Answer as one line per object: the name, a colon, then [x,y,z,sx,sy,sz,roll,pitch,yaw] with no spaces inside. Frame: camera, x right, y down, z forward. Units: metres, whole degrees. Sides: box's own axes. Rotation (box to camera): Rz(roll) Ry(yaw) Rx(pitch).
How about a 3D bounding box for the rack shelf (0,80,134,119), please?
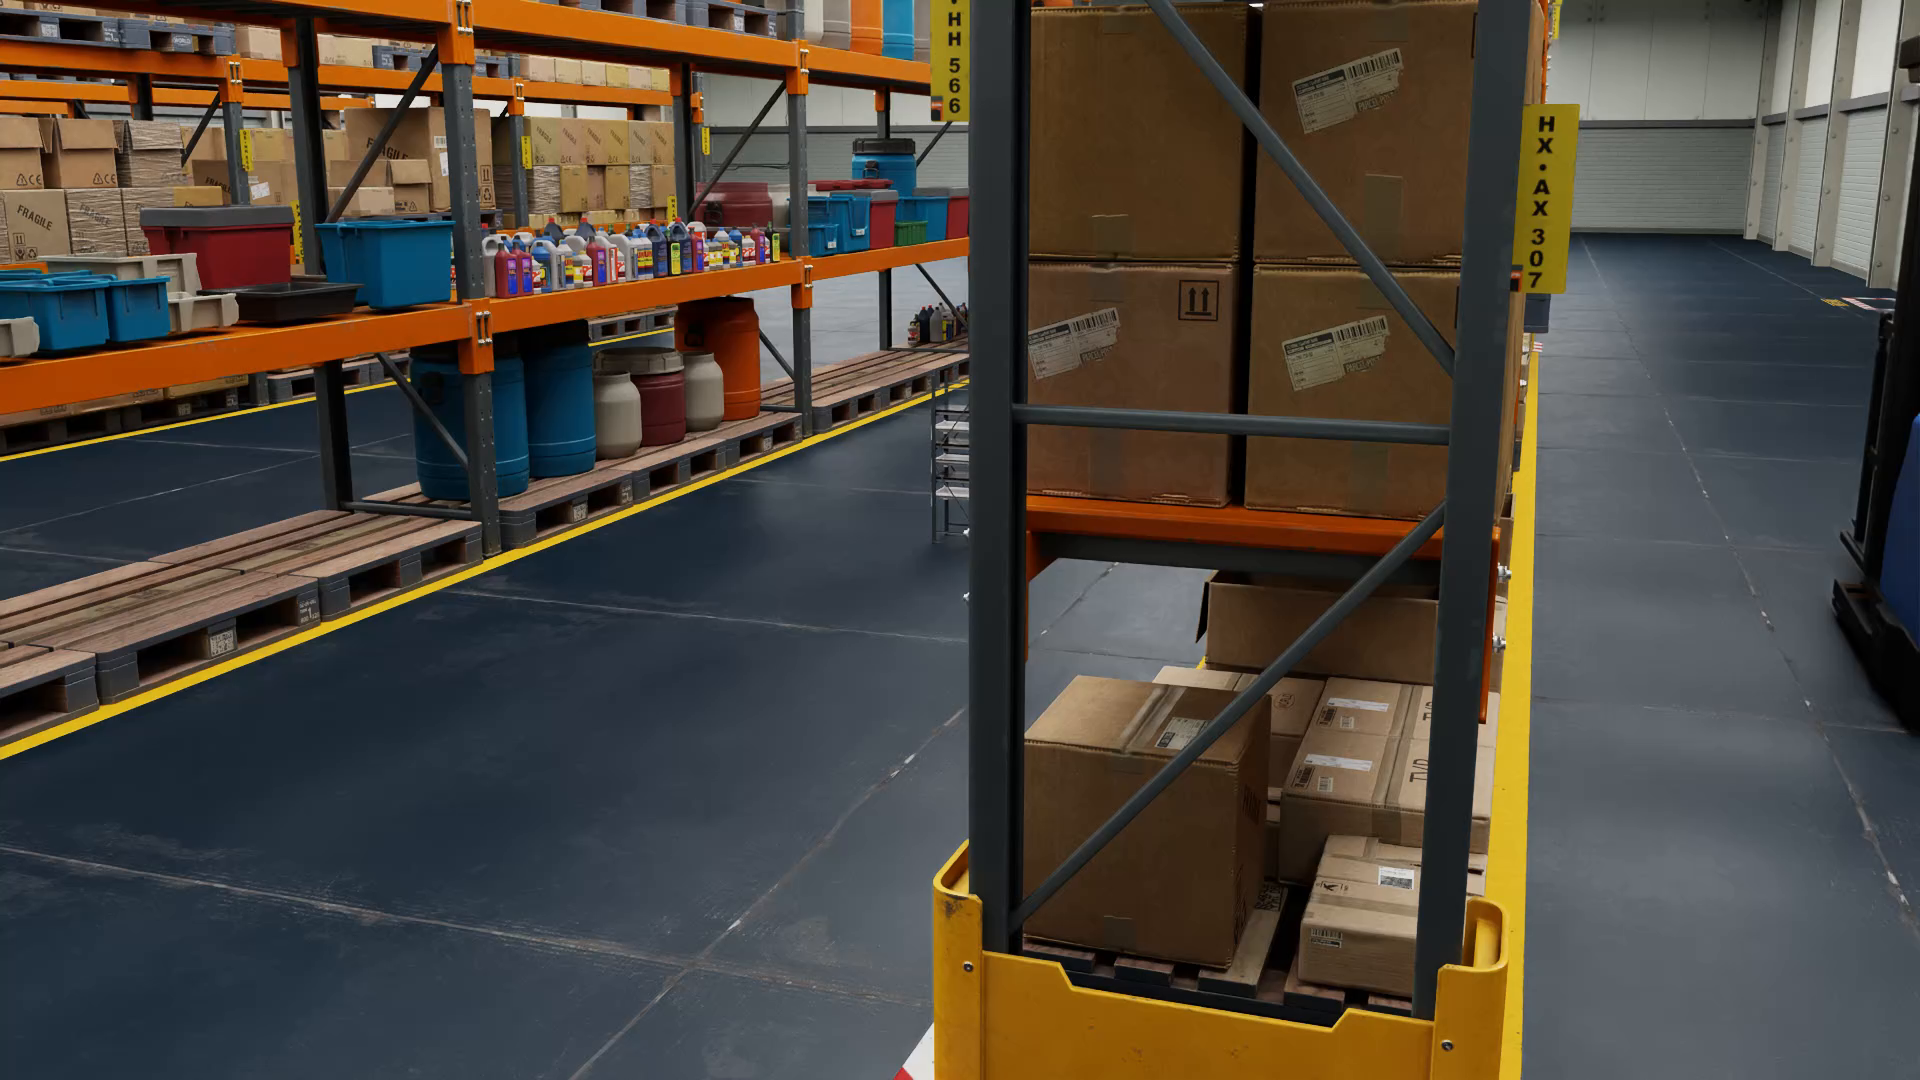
rack shelf: [-10.288,-4.525,16.946,1.077,0.370,4.000,4,14,18]

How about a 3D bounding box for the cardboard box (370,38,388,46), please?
cardboard box: [-5.492,-4.607,15.271,0.380,0.166,0.250,4,13,17]

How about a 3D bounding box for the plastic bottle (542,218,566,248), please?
plastic bottle: [-2.538,-1.840,10.417,0.144,0.351,0.185,4,14,18]

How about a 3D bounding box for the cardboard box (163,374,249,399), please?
cardboard box: [-6.517,-1.638,13.256,1.225,0.875,0.875,4,13,16]

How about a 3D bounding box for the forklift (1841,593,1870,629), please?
forklift: [5.882,-1.214,7.720,3.258,2.935,6.019,5,14,20]

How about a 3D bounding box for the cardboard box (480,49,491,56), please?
cardboard box: [-5.148,-5.128,17.416,0.380,0.149,0.250,5,14,20]

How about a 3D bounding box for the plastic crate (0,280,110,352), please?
plastic crate: [-3.359,-0.825,6.105,0.416,0.233,0.300,4,14,18]

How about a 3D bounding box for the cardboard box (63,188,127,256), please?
cardboard box: [-6.531,-2.326,12.214,0.500,0.500,0.500,4,13,17]

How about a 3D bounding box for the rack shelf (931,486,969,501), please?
rack shelf: [-0.003,-0.229,8.928,0.258,0.077,0.200,4,14,18]

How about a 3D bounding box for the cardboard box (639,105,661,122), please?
cardboard box: [-3.950,-5.600,20.939,0.394,0.787,0.020,4,13,16]

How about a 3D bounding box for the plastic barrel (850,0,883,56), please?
plastic barrel: [-0.905,-4.224,13.045,0.600,0.830,0.708,4,14,18]

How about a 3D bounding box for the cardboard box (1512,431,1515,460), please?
cardboard box: [3.017,-0.681,9.861,0.500,0.500,0.500,5,14,21]

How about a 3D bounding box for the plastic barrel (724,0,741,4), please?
plastic barrel: [-1.774,-4.014,11.183,0.600,0.830,0.708,4,14,18]

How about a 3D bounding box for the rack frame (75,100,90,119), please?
rack frame: [-9.637,-3.834,19.044,0.949,2.616,0.053,4,14,18]

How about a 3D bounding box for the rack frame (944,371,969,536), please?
rack frame: [0.030,-0.458,8.974,0.240,0.900,0.006,4,14,18]

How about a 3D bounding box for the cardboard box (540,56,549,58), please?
cardboard box: [-4.562,-5.146,17.495,0.380,0.149,0.250,4,13,16]

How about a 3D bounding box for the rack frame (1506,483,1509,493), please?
rack frame: [1.804,-1.057,6.879,1.000,3.000,0.127,4,14,18]

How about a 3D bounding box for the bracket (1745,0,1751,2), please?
bracket: [21.239,-14.626,44.758,0.235,0.232,0.430,4,14,18]

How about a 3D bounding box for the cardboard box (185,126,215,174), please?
cardboard box: [-9.421,-4.633,19.781,0.875,0.550,0.550,4,14,18]

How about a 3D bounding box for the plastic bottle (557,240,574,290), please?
plastic bottle: [-2.190,-1.521,9.202,0.097,0.271,0.097,0,13,0]

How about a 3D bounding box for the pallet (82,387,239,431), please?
pallet: [-6.601,-1.093,13.304,1.003,0.211,1.213,4,14,18]

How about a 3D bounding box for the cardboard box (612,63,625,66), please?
cardboard box: [-4.041,-5.473,18.925,0.380,0.149,0.250,4,13,16]

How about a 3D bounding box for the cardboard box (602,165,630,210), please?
cardboard box: [-4.314,-4.057,19.130,0.875,0.500,0.500,4,14,18]

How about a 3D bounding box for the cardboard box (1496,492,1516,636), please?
cardboard box: [1.888,0.087,6.493,0.500,0.500,0.500,4,14,18]

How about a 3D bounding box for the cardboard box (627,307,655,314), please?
cardboard box: [-4.065,-3.025,20.175,0.500,0.500,0.500,9,15,33]

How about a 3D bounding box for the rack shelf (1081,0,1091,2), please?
rack shelf: [0.354,-5.899,17.126,1.077,0.370,4.000,4,14,18]

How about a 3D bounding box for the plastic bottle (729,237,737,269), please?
plastic bottle: [-1.539,-1.911,11.066,0.097,0.201,0.097,0,13,0]

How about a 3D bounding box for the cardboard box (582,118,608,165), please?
cardboard box: [-4.271,-4.424,18.489,0.500,0.500,0.500,4,14,18]

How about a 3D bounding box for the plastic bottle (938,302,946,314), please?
plastic bottle: [-0.191,-2.287,17.230,0.144,0.351,0.185,4,14,18]

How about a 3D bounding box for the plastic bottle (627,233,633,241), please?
plastic bottle: [-2.007,-1.739,10.157,0.098,0.271,0.098,0,13,0]

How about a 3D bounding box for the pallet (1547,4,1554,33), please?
pallet: [3.233,-3.419,10.910,1.213,0.211,1.003,5,14,21]

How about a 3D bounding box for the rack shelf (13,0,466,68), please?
rack shelf: [-3.529,-2.105,6.346,1.077,0.370,4.000,4,14,18]

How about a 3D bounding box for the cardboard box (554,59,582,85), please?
cardboard box: [-4.426,-5.033,17.894,0.500,0.250,0.500,4,14,18]

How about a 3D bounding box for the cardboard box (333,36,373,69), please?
cardboard box: [-5.558,-4.300,14.684,0.500,0.250,0.500,5,14,20]

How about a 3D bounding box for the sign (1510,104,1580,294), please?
sign: [1.023,-0.598,2.921,0.100,0.325,0.005,4,14,18]

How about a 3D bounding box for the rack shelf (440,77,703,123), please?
rack shelf: [-4.333,-4.988,18.978,1.077,0.370,4.000,4,14,18]

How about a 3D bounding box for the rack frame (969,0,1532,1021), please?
rack frame: [0.509,-0.215,3.189,1.000,3.000,0.127,4,14,18]

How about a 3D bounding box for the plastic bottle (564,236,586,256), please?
plastic bottle: [-2.216,-1.630,9.667,0.152,0.276,0.135,4,14,18]

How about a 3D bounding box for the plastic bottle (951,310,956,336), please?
plastic bottle: [-0.086,-2.252,17.229,0.061,0.283,0.133,4,14,18]

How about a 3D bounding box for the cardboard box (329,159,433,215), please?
cardboard box: [-5.454,-3.339,15.700,0.797,0.503,0.637,6,14,24]

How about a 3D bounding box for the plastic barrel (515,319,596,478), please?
plastic barrel: [-2.461,-0.859,9.781,0.600,0.901,0.708,4,14,18]

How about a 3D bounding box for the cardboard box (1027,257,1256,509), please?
cardboard box: [0.397,-0.378,3.676,0.500,0.500,0.500,5,14,20]

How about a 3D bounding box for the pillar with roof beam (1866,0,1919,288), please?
pillar with roof beam: [10.776,-8.780,27.231,9.100,9.000,0.400,4,14,18]

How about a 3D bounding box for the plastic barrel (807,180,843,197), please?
plastic barrel: [-1.188,-2.734,13.920,0.433,0.535,0.433,0,13,0]

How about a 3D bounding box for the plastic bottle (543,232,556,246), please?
plastic bottle: [-2.548,-1.768,10.284,0.097,0.271,0.097,0,13,0]

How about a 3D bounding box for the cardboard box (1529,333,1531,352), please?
cardboard box: [4.370,-1.663,13.509,0.500,0.311,0.500,5,14,20]

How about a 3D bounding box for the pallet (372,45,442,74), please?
pallet: [-5.613,-4.485,15.580,1.213,0.211,1.003,4,14,18]

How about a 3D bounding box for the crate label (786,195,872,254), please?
crate label: [-1.010,-2.464,12.962,0.502,0.435,0.616,4,14,18]

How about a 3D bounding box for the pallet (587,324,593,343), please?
pallet: [-4.796,-2.240,18.328,1.003,0.211,1.213,4,14,18]

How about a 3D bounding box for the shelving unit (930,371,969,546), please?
shelving unit: [-0.003,-0.437,8.880,0.258,0.900,0.210,4,14,18]

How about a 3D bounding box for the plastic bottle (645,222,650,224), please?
plastic bottle: [-2.183,-2.066,11.561,0.061,0.283,0.133,4,14,18]

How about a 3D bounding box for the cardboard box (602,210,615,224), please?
cardboard box: [-4.153,-3.673,18.906,0.380,0.149,0.250,4,14,18]

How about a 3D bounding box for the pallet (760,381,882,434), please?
pallet: [-1.300,-1.058,13.147,1.003,0.211,1.213,4,14,18]
